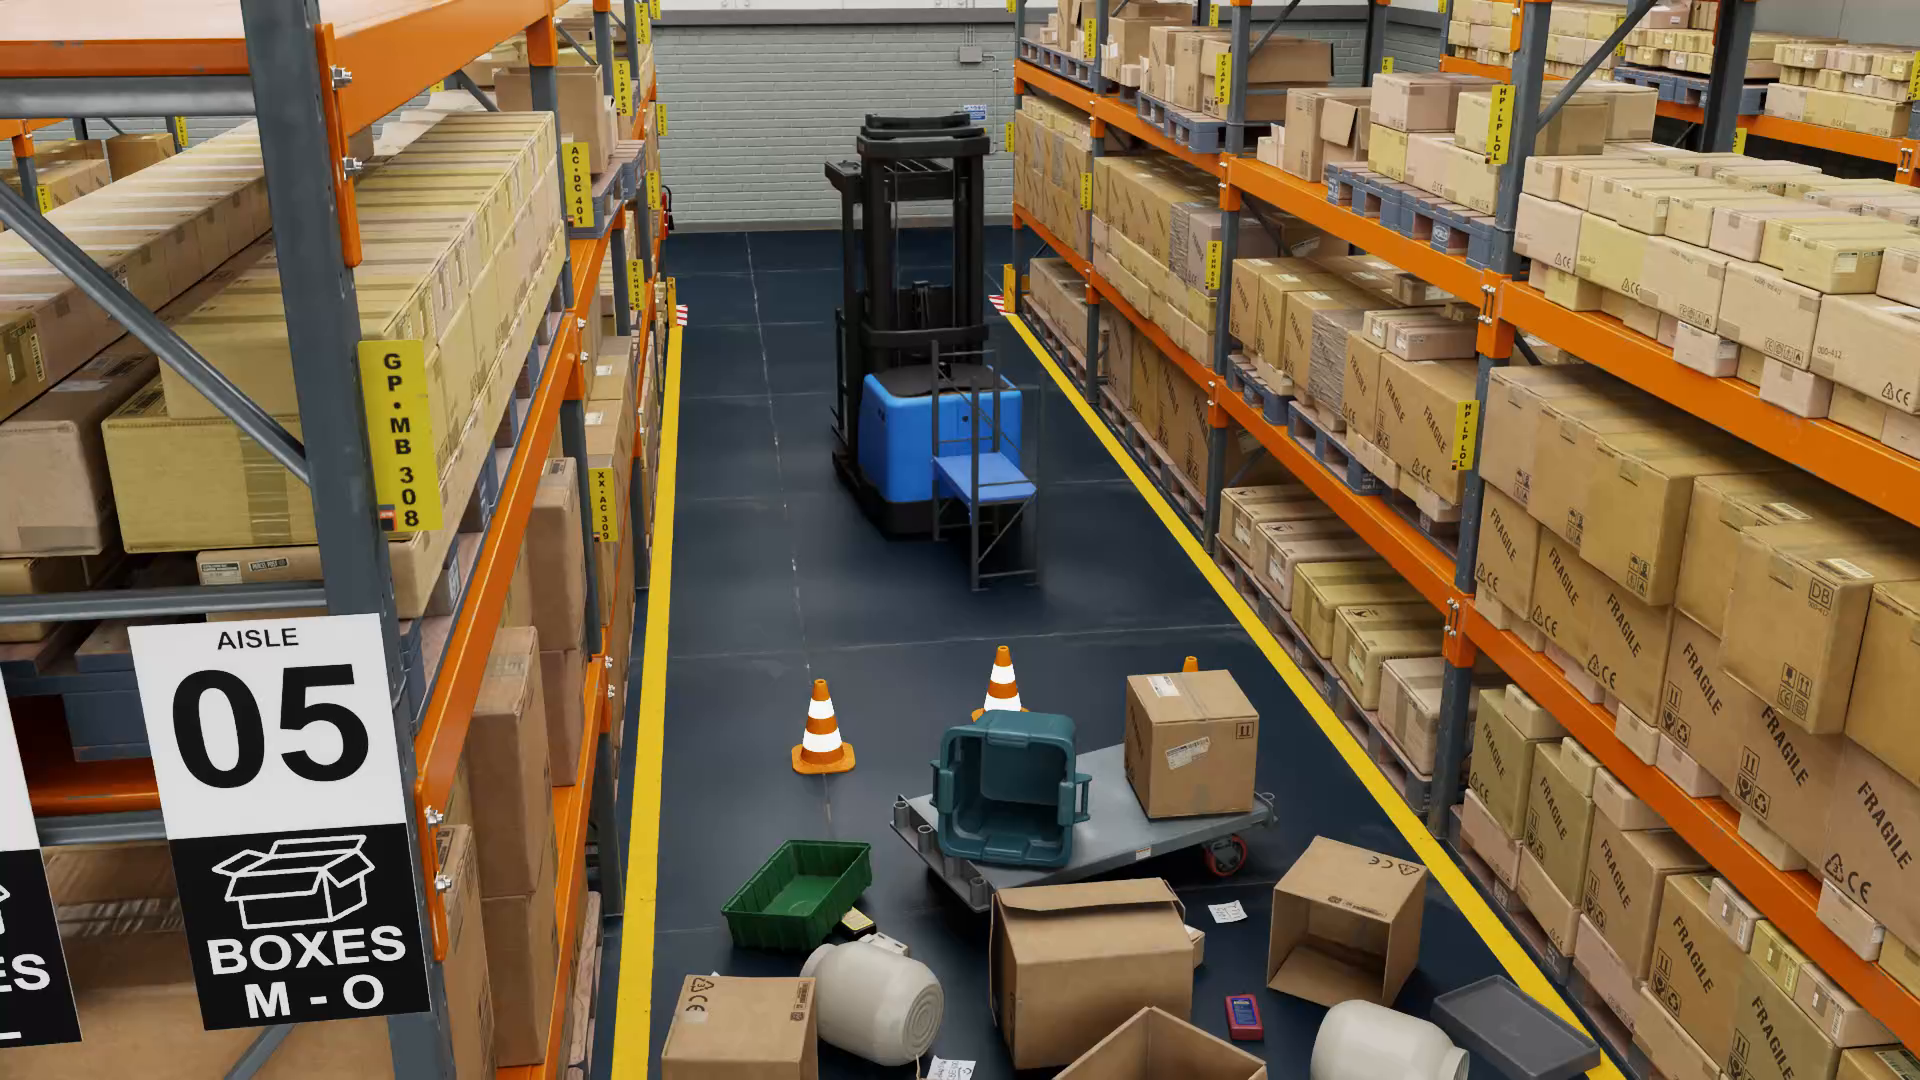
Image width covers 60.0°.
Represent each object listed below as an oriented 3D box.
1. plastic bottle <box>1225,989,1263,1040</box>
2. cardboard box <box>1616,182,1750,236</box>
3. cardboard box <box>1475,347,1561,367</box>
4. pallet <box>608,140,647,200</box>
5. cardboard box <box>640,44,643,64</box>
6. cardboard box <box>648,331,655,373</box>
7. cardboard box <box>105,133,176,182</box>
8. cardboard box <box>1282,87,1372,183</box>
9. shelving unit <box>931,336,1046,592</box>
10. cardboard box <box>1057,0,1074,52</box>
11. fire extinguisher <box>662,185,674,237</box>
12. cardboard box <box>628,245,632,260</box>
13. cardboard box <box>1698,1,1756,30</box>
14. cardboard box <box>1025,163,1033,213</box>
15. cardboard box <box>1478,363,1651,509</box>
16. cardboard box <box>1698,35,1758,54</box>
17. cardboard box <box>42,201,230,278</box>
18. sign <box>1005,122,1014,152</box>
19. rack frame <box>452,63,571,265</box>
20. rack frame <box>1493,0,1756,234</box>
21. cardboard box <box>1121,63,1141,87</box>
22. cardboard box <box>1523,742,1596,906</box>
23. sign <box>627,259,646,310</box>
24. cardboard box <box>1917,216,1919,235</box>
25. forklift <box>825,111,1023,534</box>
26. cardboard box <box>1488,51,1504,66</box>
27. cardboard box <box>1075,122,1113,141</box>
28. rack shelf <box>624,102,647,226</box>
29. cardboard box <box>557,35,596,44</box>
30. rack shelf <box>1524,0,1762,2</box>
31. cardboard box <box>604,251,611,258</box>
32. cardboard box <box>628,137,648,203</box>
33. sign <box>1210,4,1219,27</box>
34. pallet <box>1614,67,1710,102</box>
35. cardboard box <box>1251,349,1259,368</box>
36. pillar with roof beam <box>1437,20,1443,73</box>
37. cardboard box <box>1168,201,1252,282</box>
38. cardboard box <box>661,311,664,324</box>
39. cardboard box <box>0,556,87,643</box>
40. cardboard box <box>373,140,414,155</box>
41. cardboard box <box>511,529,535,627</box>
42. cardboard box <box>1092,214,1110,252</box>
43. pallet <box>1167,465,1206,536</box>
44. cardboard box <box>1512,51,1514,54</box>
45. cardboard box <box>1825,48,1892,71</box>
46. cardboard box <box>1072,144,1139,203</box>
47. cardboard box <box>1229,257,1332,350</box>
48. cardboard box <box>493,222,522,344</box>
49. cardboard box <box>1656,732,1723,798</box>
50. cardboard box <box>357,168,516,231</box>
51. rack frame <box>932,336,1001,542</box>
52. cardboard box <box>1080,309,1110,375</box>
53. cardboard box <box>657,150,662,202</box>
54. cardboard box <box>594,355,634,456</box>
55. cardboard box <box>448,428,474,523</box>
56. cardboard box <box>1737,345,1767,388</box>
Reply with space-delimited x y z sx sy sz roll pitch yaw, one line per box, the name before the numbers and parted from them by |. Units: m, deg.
plastic bottle | 1.170 1.958 6.887 0.133 0.061 0.283 1 20 2
cardboard box | 2.669 -1.223 6.135 0.380 0.149 0.250 -3 21 -8
cardboard box | 2.984 -0.693 8.617 0.500 0.500 0.500 -3 21 -8
pallet | -2.475 -2.157 9.686 1.213 0.211 1.003 -2 21 -5
cardboard box | -3.096 -4.366 14.831 0.500 0.250 0.500 -3 21 -8
cardboard box | -2.839 -1.577 14.052 0.500 0.250 0.500 -3 21 -9
cardboard box | -8.366 -3.880 17.035 0.500 0.500 0.500 -3 21 -7
cardboard box | 2.390 -2.468 10.108 0.700 0.500 0.500 -3 21 -8
shelving unit | 0.182 -0.547 11.538 0.538 1.500 1.048 -6 21 -15
cardboard box | 1.252 -5.105 16.424 0.500 0.500 0.500 -3 21 -7
fire extinguisher | -3.353 -3.730 18.559 0.296 0.674 0.183 -3 21 -8
cardboard box | -2.828 -2.264 13.325 0.380 0.149 0.250 -4 21 -10
cardboard box | 6.781 -4.654 14.700 0.396 0.266 0.258 -3 21 -8
cardboard box | 0.996 -3.807 17.980 0.500 0.500 0.500 -3 21 -9
cardboard box | 2.689 -0.451 7.140 0.700 0.500 0.500 -3 21 -8
cardboard box | 6.469 -4.174 14.009 0.380 0.149 0.250 -3 21 -7
cardboard box | -2.034 -0.735 4.086 0.380 0.149 0.250 -3 21 -9
sign | 0.560 -4.532 18.711 0.100 0.325 0.005 -3 21 -8
rack frame | -2.044 -2.486 6.010 1.000 3.000 0.127 -3 21 -8
rack frame | 2.840 -2.770 6.772 1.000 3.000 0.127 -3 21 -8
cardboard box | 1.523 -3.767 13.460 0.380 0.166 0.250 -4 21 -11
cardboard box | 2.747 1.183 7.020 0.500 0.500 0.500 -2 21 -6
sign | -2.072 -1.632 10.643 0.100 0.325 0.005 -3 21 -8
cardboard box | 3.420 -0.990 5.513 0.380 0.149 0.250 -3 21 -7
forklift | -0.422 -1.900 13.113 1.130 2.935 3.031 -6 21 -15
cardboard box | 5.900 -5.171 17.846 0.380 0.149 0.250 -3 21 -8
cardboard box | 1.316 -3.910 15.898 0.380 0.149 0.250 -3 21 -8
rack shelf | -2.909 -2.821 12.223 1.077 0.370 4.000 -3 21 -8
cardboard box | -2.556 -3.290 11.213 0.396 0.266 0.258 -3 21 -8
rack shelf | 3.128 -1.739 5.045 1.077 0.370 4.000 -3 21 -8
cardboard box | -2.686 -2.043 12.307 0.380 0.149 0.250 -2 21 -6
cardboard box | -3.021 -3.268 14.683 0.500 0.500 0.500 -2 21 -6
sign | 2.222 -4.555 14.650 0.100 0.325 0.005 -3 21 -8
pallet | 6.623 -4.069 14.806 1.213 0.211 1.003 -3 21 -8
cardboard box | 2.134 -1.203 10.908 0.380 0.149 0.250 -4 21 -11
pillar with roof beam | 2.265 -7.939 20.610 9.100 9.000 0.400 -3 21 -8
cardboard box | 1.848 -2.203 12.256 0.500 0.500 0.500 -3 21 -7
cardboard box | -3.251 -2.304 17.147 0.380 0.149 0.250 -3 21 -7
cardboard box | -1.850 0.080 3.042 0.380 0.149 0.250 -3 21 -8
cardboard box | -2.439 -1.670 7.585 0.500 0.250 0.500 -3 21 -8
cardboard box | -1.888 0.256 5.485 0.875 0.550 0.550 -3 21 -8
cardboard box | 1.471 -2.727 14.731 0.500 0.250 0.500 -4 21 -9
pallet | 2.224 -0.315 12.759 1.003 0.211 1.213 -3 21 -8
cardboard box | 6.068 -5.143 17.200 0.500 0.250 0.500 -3 21 -9
cardboard box | 6.816 -3.638 12.601 0.380 0.149 0.250 -3 21 -9
cardboard box | 1.346 -3.395 15.446 0.500 0.500 0.500 -3 21 -8
cardboard box | 2.099 -1.560 10.939 0.500 0.500 0.500 -4 21 -9
cardboard box | -1.502 -0.712 4.596 0.500 0.250 0.500 -3 21 -8
cardboard box | 2.807 0.812 6.114 0.380 0.149 0.250 -3 21 -8
cardboard box | -1.456 -0.944 4.645 0.380 0.149 0.250 -3 21 -7
rack frame | 0.045 -0.718 11.996 0.500 1.500 0.032 -6 21 -15
cardboard box | 1.703 -1.949 16.209 0.875 0.438 0.875 -3 21 -9
cardboard box | -3.454 -3.874 17.733 0.500 0.500 0.500 -2 21 -7
cardboard box | -2.219 -0.792 9.907 0.500 0.500 0.500 -3 21 -8
cardboard box | -1.272 -0.131 3.610 0.380 0.149 0.250 -3 21 -8
cardboard box | 2.864 -0.592 5.587 0.380 0.149 0.250 -3 21 -7
